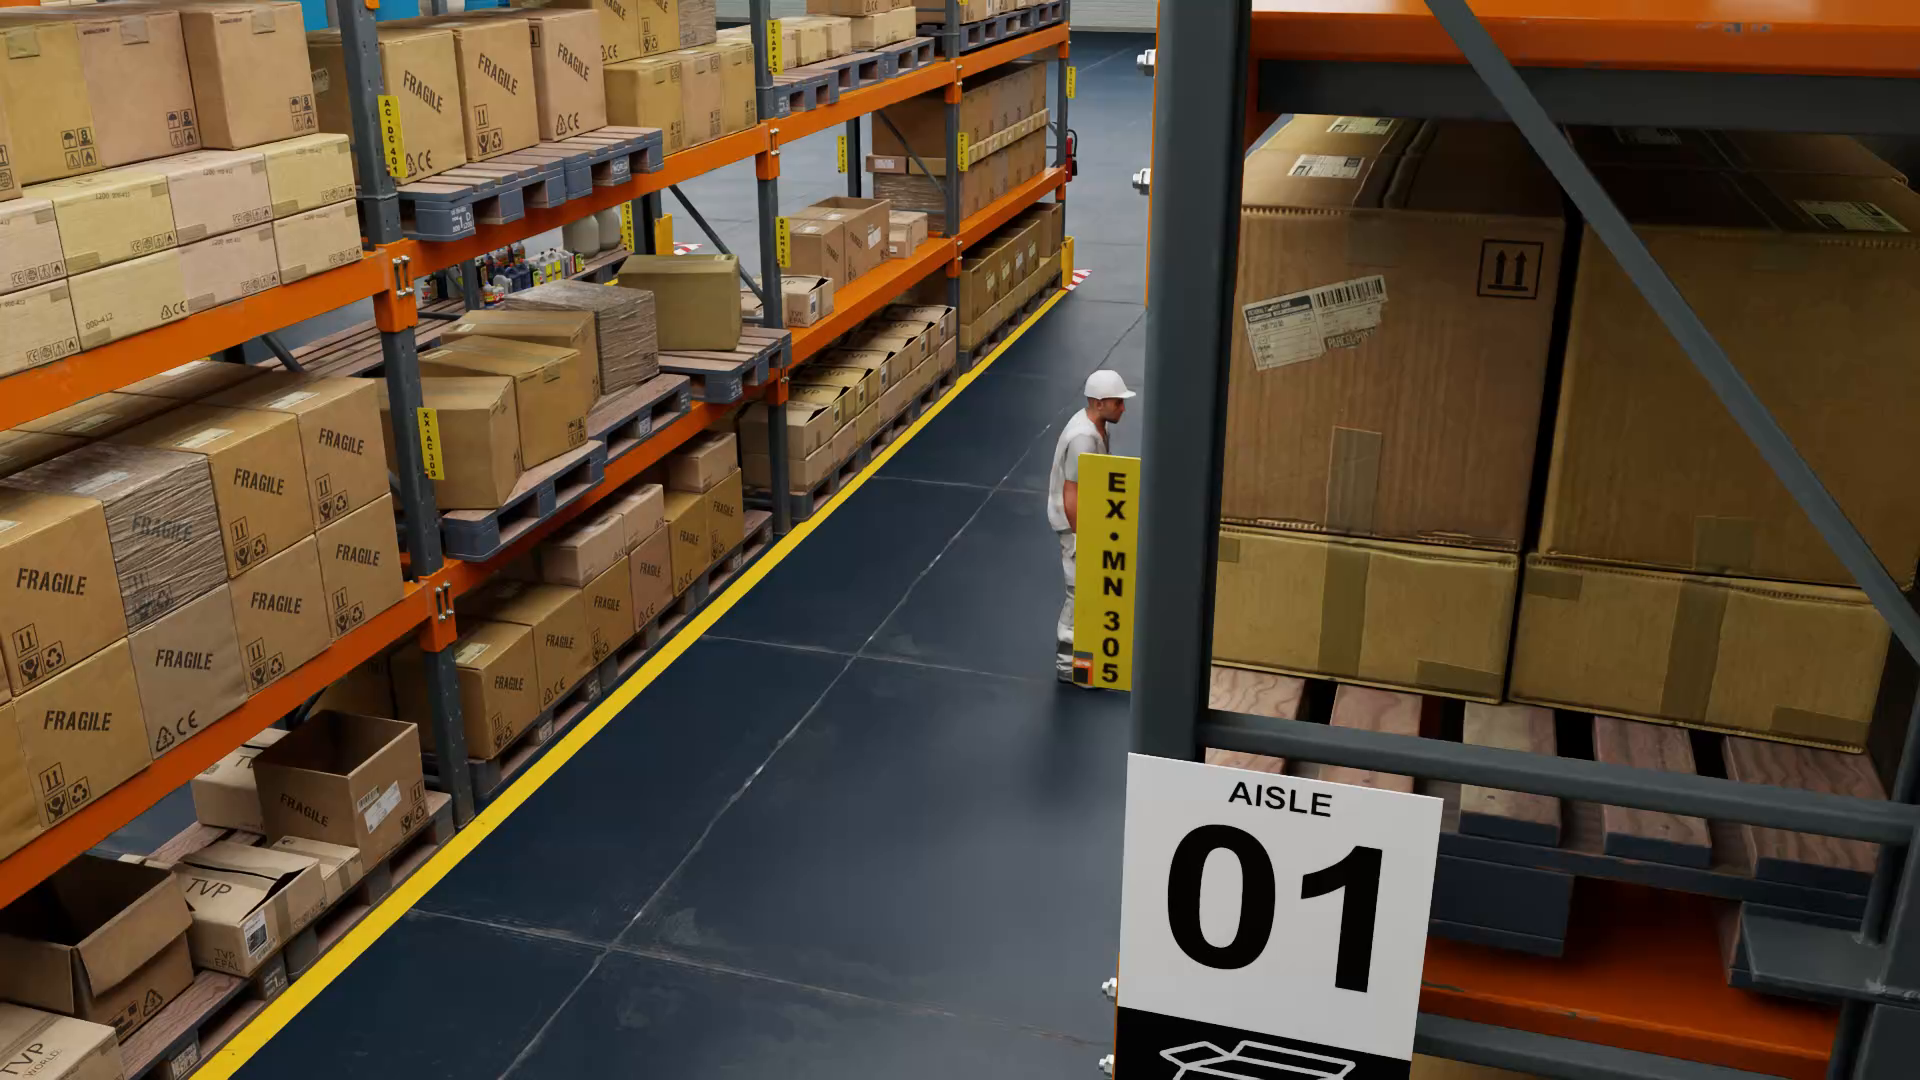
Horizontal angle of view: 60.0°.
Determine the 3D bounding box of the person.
[{"bbox_3d":[0.722,-0.083,9.275,0.456,1.778,0.614,6,23,15],"label":"person"}]
